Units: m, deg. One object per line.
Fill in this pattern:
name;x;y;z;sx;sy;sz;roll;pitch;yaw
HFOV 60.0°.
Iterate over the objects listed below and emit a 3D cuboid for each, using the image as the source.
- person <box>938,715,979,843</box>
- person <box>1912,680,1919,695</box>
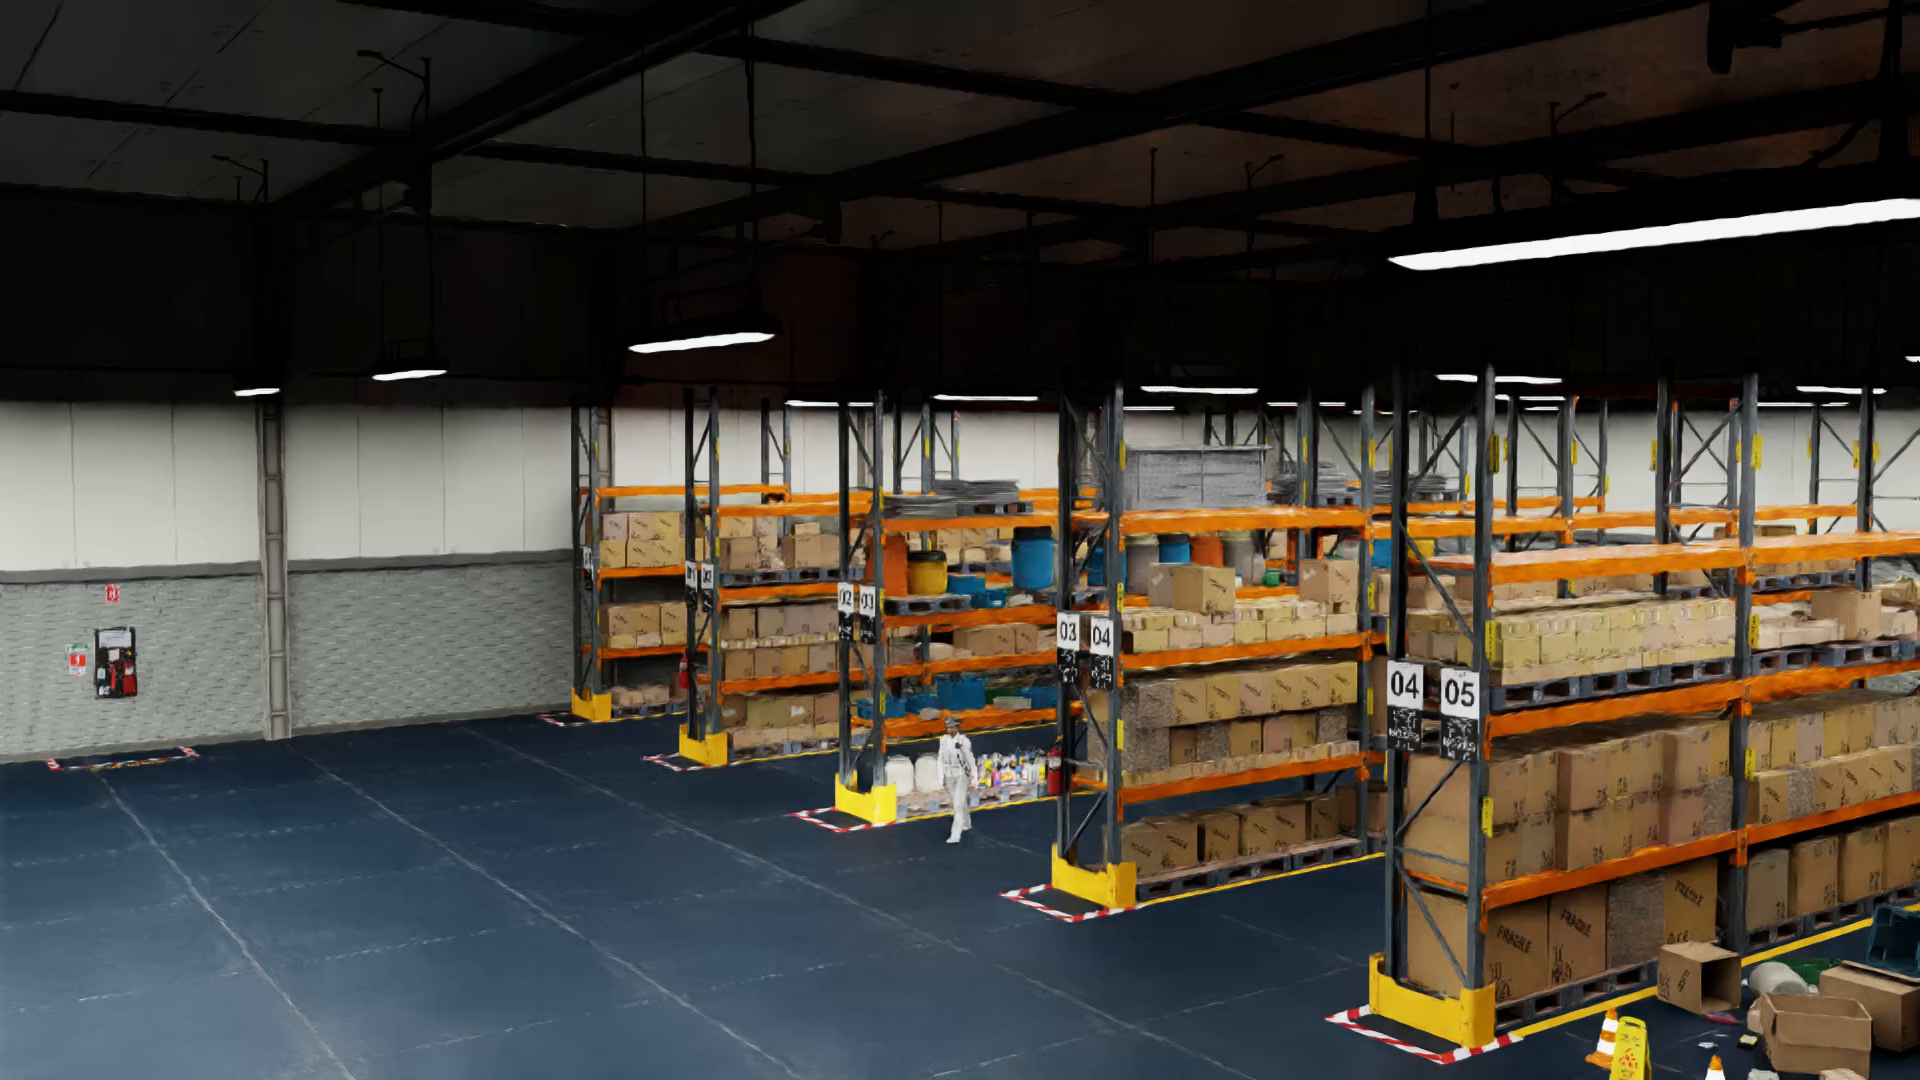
person;-0.049;3.054;21.578;0.529;1.621;0.938;2;4;32
person;14.318;2.878;24.757;0.582;1.611;0.625;-3;4;-37
